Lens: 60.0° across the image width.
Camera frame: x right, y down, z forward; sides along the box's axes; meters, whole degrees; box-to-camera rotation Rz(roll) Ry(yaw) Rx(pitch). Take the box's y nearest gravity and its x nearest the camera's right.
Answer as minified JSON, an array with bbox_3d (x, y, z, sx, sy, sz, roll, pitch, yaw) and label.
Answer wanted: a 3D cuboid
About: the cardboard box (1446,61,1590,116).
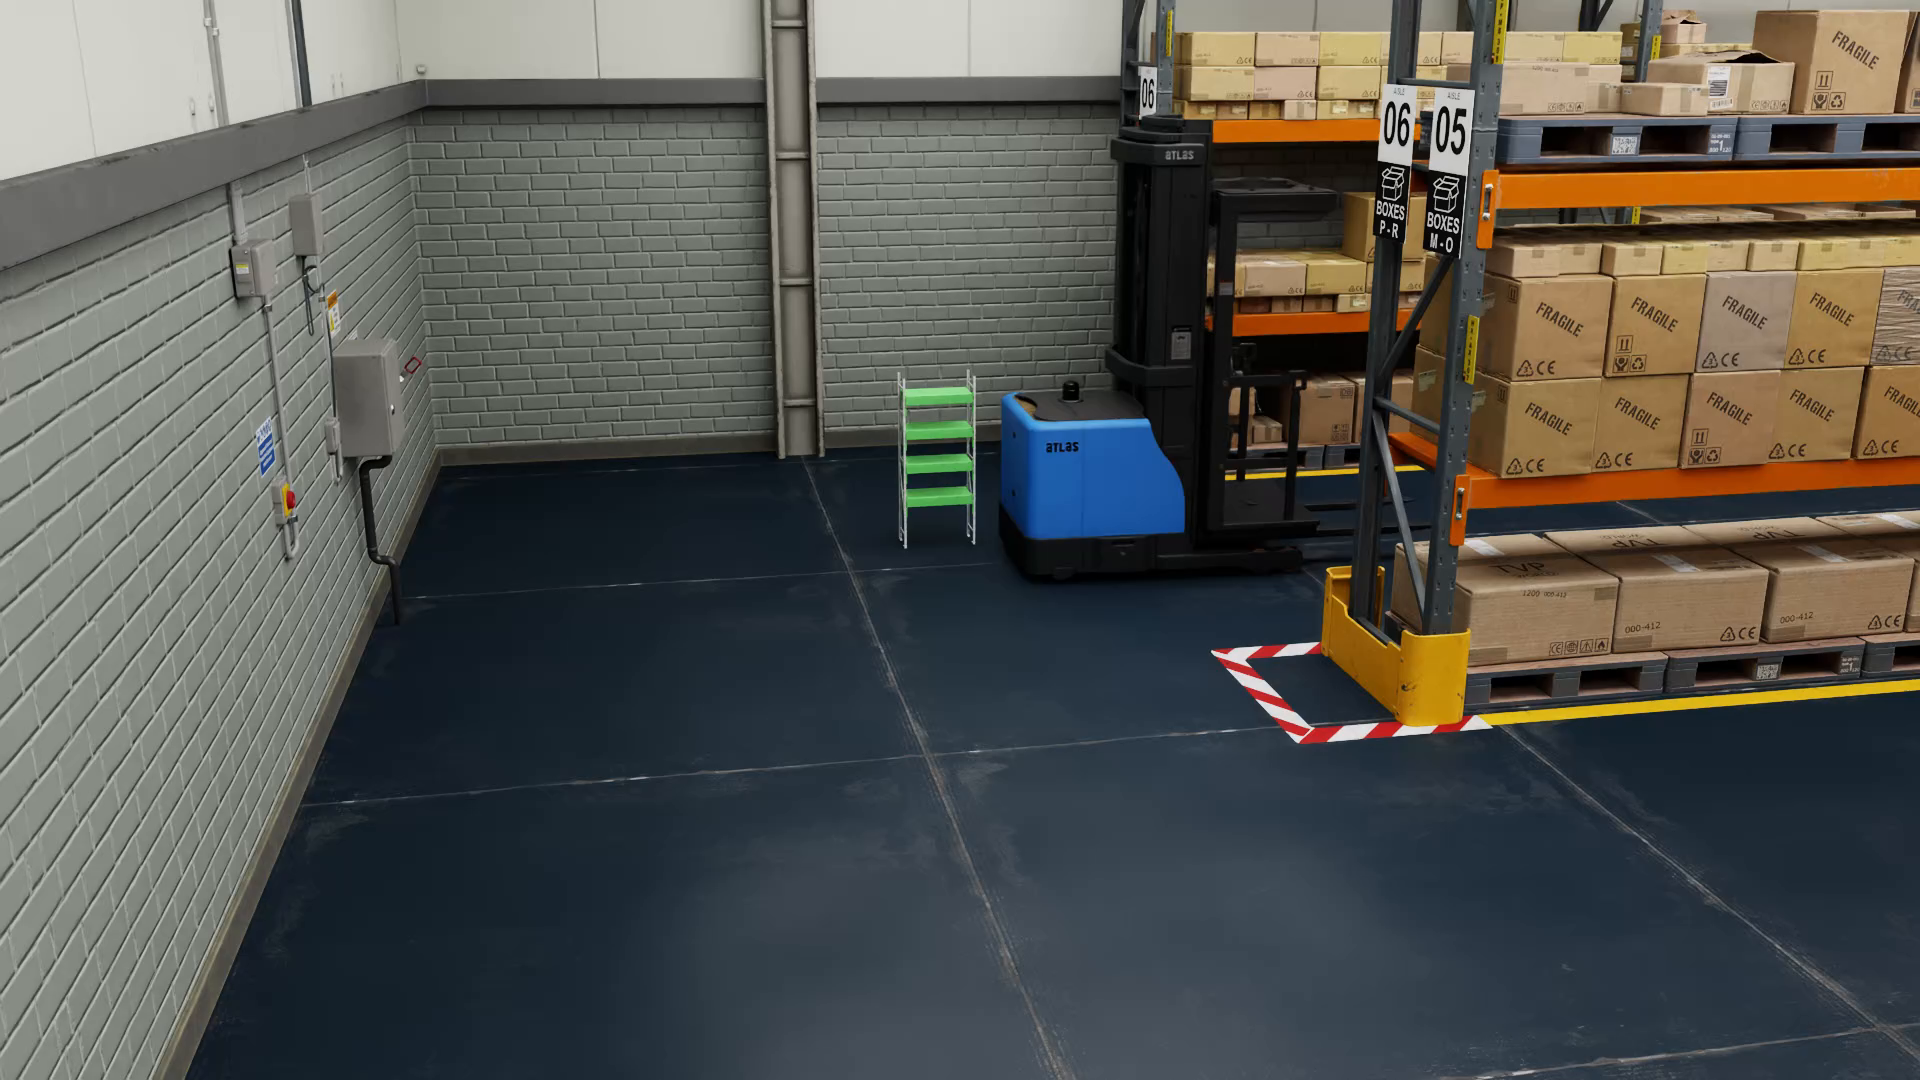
[{"bbox_3d":[2.819,-2.299,8.450,0.500,0.250,0.500,-5,18,-16],"label":"cardboard box"}]

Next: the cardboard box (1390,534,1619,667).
[{"bbox_3d":[3.024,0.321,9.307,0.875,0.438,0.875,-4,17,-12],"label":"cardboard box"}]

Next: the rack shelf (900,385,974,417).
[{"bbox_3d":[-0.163,-0.962,11.483,0.480,0.148,0.258,-3,17,-10],"label":"rack shelf"}]

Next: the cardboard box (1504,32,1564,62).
[{"bbox_3d":[4.430,-3.906,13.209,0.500,0.250,0.500,-4,17,-11],"label":"cardboard box"}]

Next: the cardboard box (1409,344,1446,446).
[{"bbox_3d":[2.818,-0.789,9.100,0.500,0.500,0.500,-3,17,-10],"label":"cardboard box"}]

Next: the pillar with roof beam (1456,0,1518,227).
[{"bbox_3d":[5.339,-4.139,9.961,0.400,9.000,9.100,-3,17,-10],"label":"pillar with roof beam"}]

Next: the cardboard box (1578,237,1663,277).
[{"bbox_3d":[3.317,-1.430,8.380,0.250,0.149,0.380,-3,17,-9],"label":"cardboard box"}]

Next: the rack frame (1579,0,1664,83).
[{"bbox_3d":[5.377,-5.159,13.281,0.127,3.000,1.000,-3,17,-10],"label":"rack frame"}]

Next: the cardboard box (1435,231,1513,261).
[{"bbox_3d":[2.709,-1.551,8.775,0.250,0.149,0.380,-3,17,-10],"label":"cardboard box"}]

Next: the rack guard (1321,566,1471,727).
[{"bbox_3d":[2.371,0.559,9.141,0.348,0.500,1.175,-3,17,-10],"label":"rack guard"}]

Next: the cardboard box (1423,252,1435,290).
[{"bbox_3d":[3.942,-2.207,13.636,0.500,0.250,0.500,-3,17,-11],"label":"cardboard box"}]

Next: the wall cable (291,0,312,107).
[{"bbox_3d":[-3.768,-4.147,9.924,0.133,3.039,2.988,-3,17,-10],"label":"wall cable"}]

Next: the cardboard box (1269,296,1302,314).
[{"bbox_3d":[2.576,-1.936,13.434,0.250,0.149,0.380,-3,17,-9],"label":"cardboard box"}]

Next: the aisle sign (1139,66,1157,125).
[{"bbox_3d":[1.438,-3.223,12.767,0.004,0.787,0.394,-3,17,-10],"label":"aisle sign"}]

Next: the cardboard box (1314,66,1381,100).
[{"bbox_3d":[2.937,-3.578,12.991,0.500,0.250,0.500,-4,17,-12],"label":"cardboard box"}]

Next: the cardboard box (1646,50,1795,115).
[{"bbox_3d":[3.874,-2.346,8.500,0.500,0.311,0.500,-3,17,-9],"label":"cardboard box"}]

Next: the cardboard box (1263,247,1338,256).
[{"bbox_3d":[2.844,-2.295,13.925,0.500,0.250,0.500,-3,17,-9],"label":"cardboard box"}]

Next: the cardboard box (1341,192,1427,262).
[{"bbox_3d":[3.419,-2.529,13.407,0.500,0.500,0.500,-3,17,-9],"label":"cardboard box"}]

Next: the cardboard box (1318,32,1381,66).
[{"bbox_3d":[2.926,-3.819,12.925,0.500,0.250,0.500,-4,17,-11],"label":"cardboard box"}]

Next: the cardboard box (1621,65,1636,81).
[{"bbox_3d":[5.661,-3.890,13.802,0.250,0.149,0.380,-3,17,-11],"label":"cardboard box"}]

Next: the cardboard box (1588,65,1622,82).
[{"bbox_3d":[4.950,-3.696,13.378,0.500,0.250,0.500,-3,17,-10],"label":"cardboard box"}]

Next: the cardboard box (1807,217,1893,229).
[{"bbox_3d":[4.949,-1.706,9.278,0.250,0.149,0.380,-4,17,-12],"label":"cardboard box"}]

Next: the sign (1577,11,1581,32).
[{"bbox_3d":[5.268,-4.320,14.108,0.005,0.325,0.100,-3,17,-10],"label":"sign"}]

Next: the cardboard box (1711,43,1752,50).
[{"bbox_3d":[6.259,-3.923,13.403,0.250,0.149,0.380,-4,17,-11],"label":"cardboard box"}]

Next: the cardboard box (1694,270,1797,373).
[{"bbox_3d":[3.930,-1.170,8.638,0.500,0.500,0.500,-3,17,-11],"label":"cardboard box"}]

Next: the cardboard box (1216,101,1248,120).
[{"bbox_3d":[2.059,-3.355,12.945,0.250,0.149,0.380,-3,17,-9],"label":"cardboard box"}]

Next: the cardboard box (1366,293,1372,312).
[{"bbox_3d":[3.353,-1.965,13.530,0.250,0.149,0.380,-3,17,-9],"label":"cardboard box"}]

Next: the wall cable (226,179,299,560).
[{"bbox_3d":[-3.137,-0.817,7.580,0.123,1.953,0.585,-3,17,-10],"label":"wall cable"}]

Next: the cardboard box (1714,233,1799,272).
[{"bbox_3d":[4.072,-1.481,8.548,0.250,0.149,0.380,-3,17,-10],"label":"cardboard box"}]

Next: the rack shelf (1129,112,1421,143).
[{"bbox_3d":[3.413,-3.270,13.465,4.000,0.370,1.077,-3,17,-10],"label":"rack shelf"}]

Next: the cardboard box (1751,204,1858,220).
[{"bbox_3d":[7.173,-2.575,14.200,0.500,0.500,0.700,-3,17,-11],"label":"cardboard box"}]

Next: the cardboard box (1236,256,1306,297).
[{"bbox_3d":[2.441,-2.115,13.336,0.500,0.250,0.500,-3,17,-10],"label":"cardboard box"}]

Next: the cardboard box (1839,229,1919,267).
[{"bbox_3d":[4.813,-1.534,8.720,0.250,0.149,0.380,-4,17,-12],"label":"cardboard box"}]

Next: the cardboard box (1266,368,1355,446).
[{"bbox_3d":[2.915,-1.117,13.883,0.500,0.500,0.700,-3,17,-8],"label":"cardboard box"}]

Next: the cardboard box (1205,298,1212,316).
[{"bbox_3d":[1.824,-1.887,13.276,0.250,0.149,0.380,-3,17,-11],"label":"cardboard box"}]

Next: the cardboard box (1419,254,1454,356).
[{"bbox_3d":[2.823,-1.259,8.928,0.500,0.500,0.500,-3,17,-9],"label":"cardboard box"}]

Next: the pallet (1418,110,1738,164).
[{"bbox_3d":[3.121,-2.073,8.496,1.213,0.211,1.003,-3,17,-10],"label":"pallet"}]

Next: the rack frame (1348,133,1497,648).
[{"bbox_3d":[2.395,-0.638,8.779,0.127,3.000,1.000,-3,17,-10],"label":"rack frame"}]

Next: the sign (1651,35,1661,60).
[{"bbox_3d":[5.487,-3.816,13.138,0.005,0.325,0.100,-3,17,-10],"label":"sign"}]

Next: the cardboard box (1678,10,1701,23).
[{"bbox_3d":[5.917,-4.255,13.777,0.258,0.266,0.396,-3,17,-10],"label":"cardboard box"}]

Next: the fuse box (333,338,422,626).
[{"bbox_3d":[-3.393,-0.315,9.921,0.414,1.711,0.539,-3,17,-10],"label":"fuse box"}]

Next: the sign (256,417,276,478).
[{"bbox_3d":[-3.188,-0.429,7.638,0.001,0.218,0.327,-3,17,-10],"label":"sign"}]

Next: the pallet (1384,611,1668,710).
[{"bbox_3d":[3.165,0.628,9.407,1.213,0.211,1.003,-3,17,-10],"label":"pallet"}]

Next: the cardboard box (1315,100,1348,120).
[{"bbox_3d":[2.834,-3.365,12.978,0.250,0.149,0.380,-3,17,-11],"label":"cardboard box"}]

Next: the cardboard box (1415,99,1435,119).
[{"bbox_3d":[3.574,-3.405,13.109,0.250,0.149,0.380,-3,17,-9],"label":"cardboard box"}]

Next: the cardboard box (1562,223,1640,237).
[{"bbox_3d":[3.446,-1.613,8.976,0.250,0.149,0.380,-3,17,-9],"label":"cardboard box"}]

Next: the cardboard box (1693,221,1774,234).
[{"bbox_3d":[4.213,-1.647,9.088,0.250,0.149,0.380,-3,17,-9],"label":"cardboard box"}]

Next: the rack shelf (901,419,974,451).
[{"bbox_3d":[-0.163,-0.733,11.554,0.480,0.148,0.258,-3,17,-10],"label":"rack shelf"}]

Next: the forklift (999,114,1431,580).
[{"bbox_3d":[1.837,-1.324,11.130,3.031,2.935,1.130,-3,17,-9],"label":"forklift"}]

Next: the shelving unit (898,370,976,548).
[{"bbox_3d":[-0.163,-0.564,11.606,0.503,1.200,0.258,-3,17,-10],"label":"shelving unit"}]

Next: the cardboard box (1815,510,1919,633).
[{"bbox_3d":[5.685,0.168,9.806,0.875,0.438,0.875,-3,17,-11],"label":"cardboard box"}]

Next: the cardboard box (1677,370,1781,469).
[{"bbox_3d":[3.915,-0.689,8.775,0.500,0.500,0.500,-3,17,-11],"label":"cardboard box"}]
